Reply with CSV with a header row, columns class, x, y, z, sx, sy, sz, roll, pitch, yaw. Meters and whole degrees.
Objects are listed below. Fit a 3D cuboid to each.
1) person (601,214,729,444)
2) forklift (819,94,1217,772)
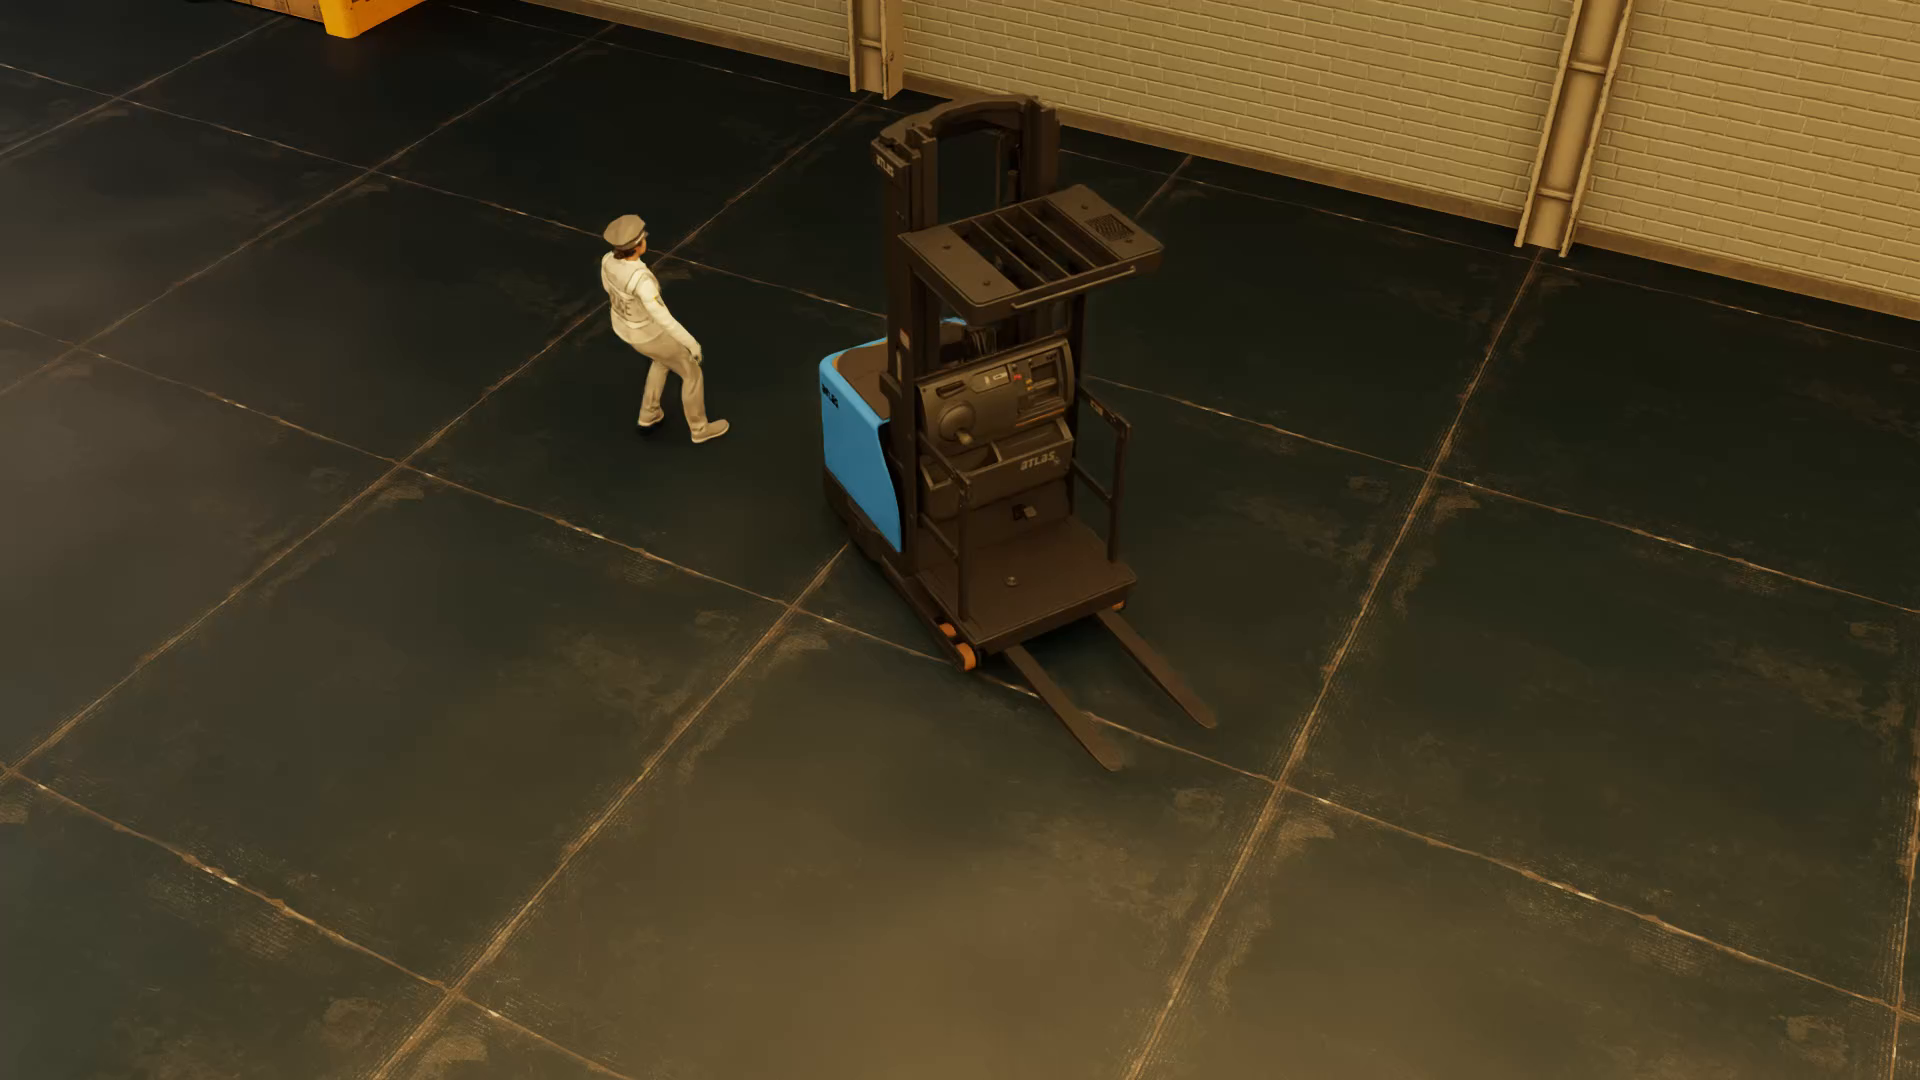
class,x,y,z,sx,sy,sz,roll,pitch,yaw
person,-1.910,-1.370,10.629,0.558,1.613,0.682,-30,48,-30
forklift,0.314,-0.717,8.838,1.130,2.935,3.031,-20,44,-22
